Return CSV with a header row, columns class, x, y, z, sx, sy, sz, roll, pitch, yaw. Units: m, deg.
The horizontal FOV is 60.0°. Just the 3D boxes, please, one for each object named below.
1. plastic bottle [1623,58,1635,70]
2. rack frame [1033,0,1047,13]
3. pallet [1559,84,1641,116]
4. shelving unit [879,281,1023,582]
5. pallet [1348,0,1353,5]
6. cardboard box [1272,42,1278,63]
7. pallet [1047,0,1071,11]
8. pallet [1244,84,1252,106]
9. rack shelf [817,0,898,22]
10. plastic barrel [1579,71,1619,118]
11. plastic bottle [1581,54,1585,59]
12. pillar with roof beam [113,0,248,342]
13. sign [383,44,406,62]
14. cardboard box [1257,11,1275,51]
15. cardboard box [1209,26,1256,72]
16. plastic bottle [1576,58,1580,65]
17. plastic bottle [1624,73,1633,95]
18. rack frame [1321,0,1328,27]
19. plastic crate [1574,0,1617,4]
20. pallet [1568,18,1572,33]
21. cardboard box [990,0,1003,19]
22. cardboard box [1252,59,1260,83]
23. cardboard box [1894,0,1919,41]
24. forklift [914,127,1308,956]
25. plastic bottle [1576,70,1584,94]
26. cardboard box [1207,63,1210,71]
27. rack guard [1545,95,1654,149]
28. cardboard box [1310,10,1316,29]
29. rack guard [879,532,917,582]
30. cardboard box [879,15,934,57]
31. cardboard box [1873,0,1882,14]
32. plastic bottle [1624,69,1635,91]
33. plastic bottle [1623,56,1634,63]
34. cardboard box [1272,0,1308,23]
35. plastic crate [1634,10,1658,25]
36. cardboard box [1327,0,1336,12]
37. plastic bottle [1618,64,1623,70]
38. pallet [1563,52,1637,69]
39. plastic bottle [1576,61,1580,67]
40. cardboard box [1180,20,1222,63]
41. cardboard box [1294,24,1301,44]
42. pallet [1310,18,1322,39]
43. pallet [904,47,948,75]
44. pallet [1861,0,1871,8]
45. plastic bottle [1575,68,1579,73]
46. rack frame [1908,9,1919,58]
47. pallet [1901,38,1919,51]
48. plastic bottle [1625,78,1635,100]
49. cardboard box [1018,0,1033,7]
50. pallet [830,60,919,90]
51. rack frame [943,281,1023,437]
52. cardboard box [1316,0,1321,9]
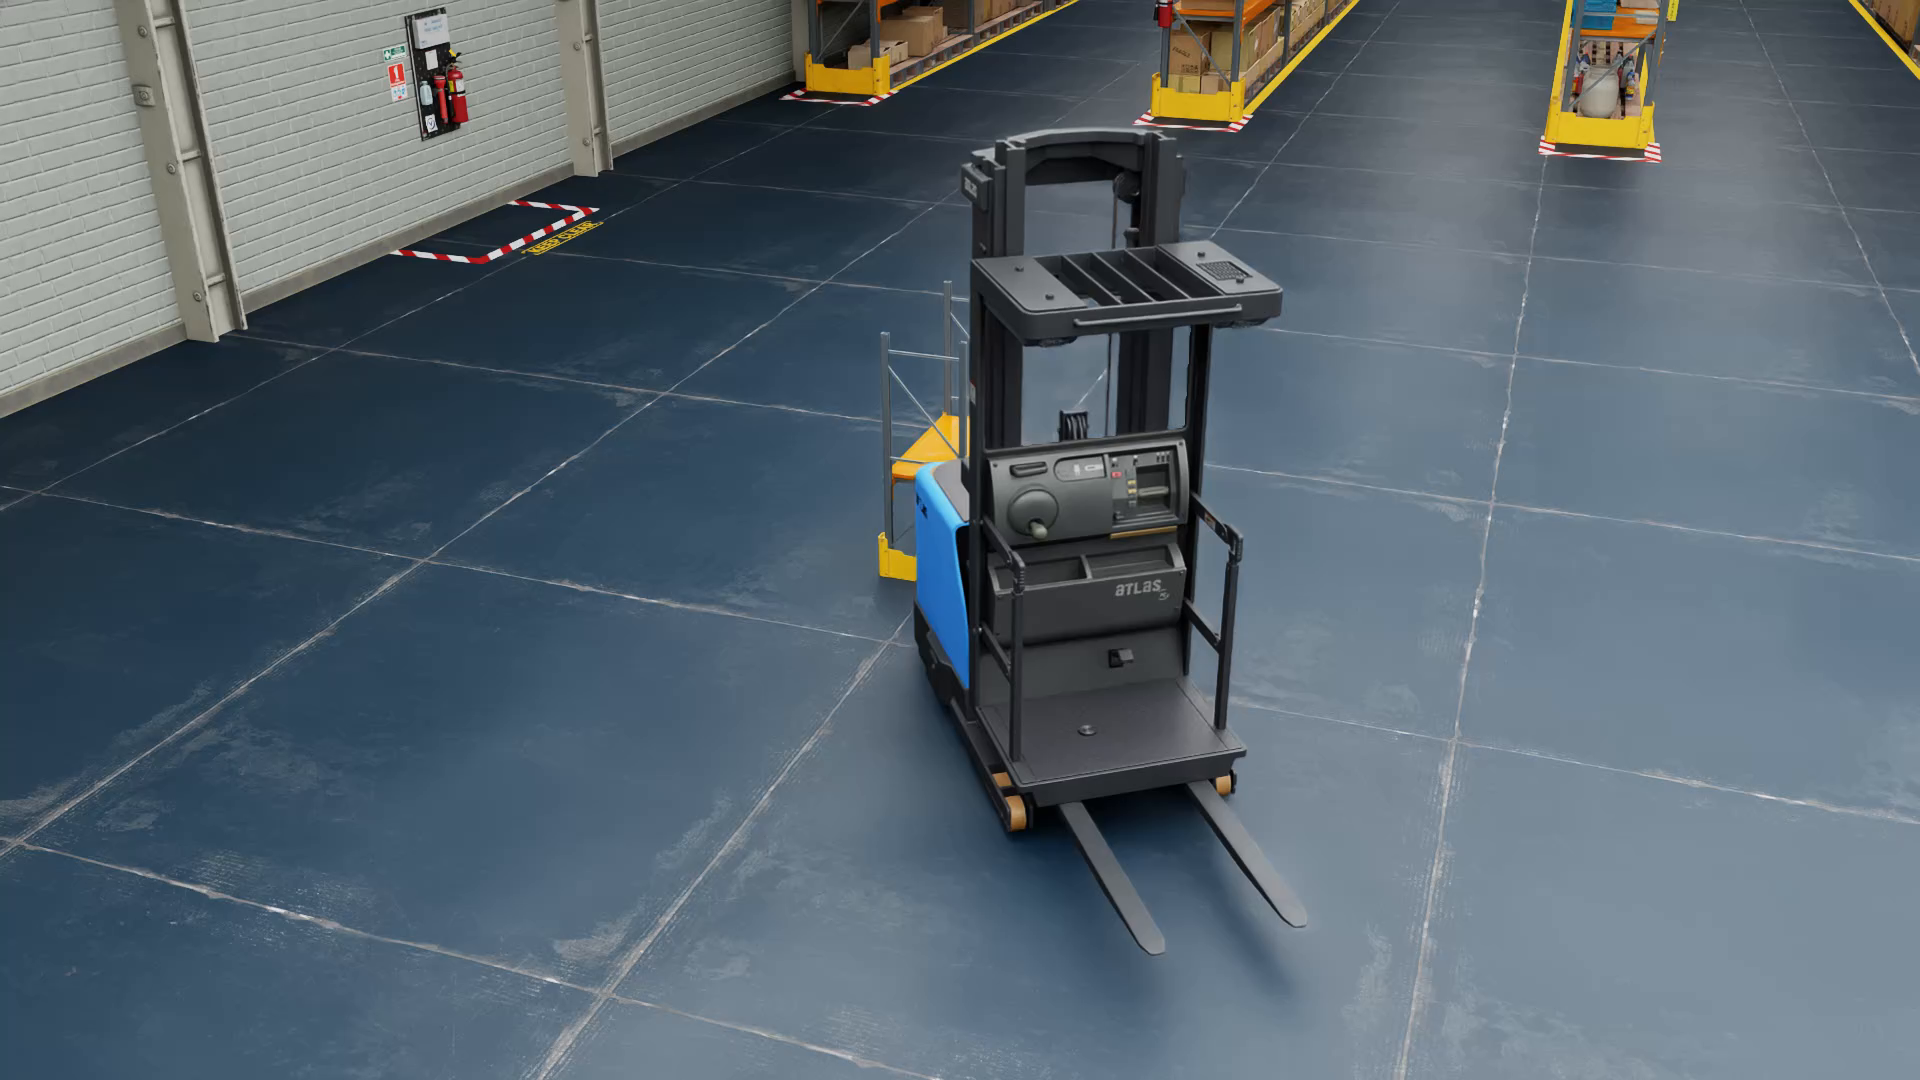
class,x,y,z,sx,sy,sz,roll,pitch,yaw
plastic bottle,8.969,-6.279,22.312,0.144,0.351,0.185,9,27,17
rack frame,1.072,-10.872,29.263,1.000,3.000,0.127,9,27,17
pallet,8.416,-5.764,21.912,1.003,0.211,1.213,9,27,17
shelving unit,-0.025,-0.644,9.858,0.587,1.500,1.083,9,27,17
pallet,6.840,-10.204,31.084,1.003,0.211,1.213,9,27,17
cardboard box,4.289,-7.037,24.015,0.500,0.250,0.500,9,27,17
pallet,1.405,-9.930,30.517,1.003,0.211,1.213,9,27,17
pallet,3.297,-5.933,22.262,1.003,0.211,1.213,9,27,17
rack shelf,-0.925,-8.083,24.327,1.077,0.370,4.000,9,27,17
plastic barrel,7.899,-5.499,20.538,0.421,0.512,0.421,0,26,0
plastic bottle,8.582,-6.548,22.944,0.061,0.283,0.133,9,27,17
pillar with roof beam,-2.107,-5.142,10.544,9.100,9.000,0.400,9,27,17
sign,-5.300,-4.565,15.587,0.001,0.109,0.331,9,27,17
cardboard box,4.125,-7.169,23.426,0.500,0.500,0.500,9,27,17
cardboard box,3.635,-6.551,22.150,0.500,0.500,0.500,9,27,17
plastic bottle,8.360,-6.448,22.661,0.144,0.351,0.185,8,27,15
plastic bottle,8.763,-5.959,21.741,0.097,0.271,0.097,0,26,0
rack frame,5.744,-10.155,27.783,1.000,3.000,0.127,9,27,17
plastic crate,7.858,-6.596,20.602,0.499,0.251,0.408,9,27,17
pallet,10.637,-8.511,27.585,1.003,0.211,1.213,9,27,17
cardboard box,0.302,-9.030,27.821,0.700,0.500,0.500,9,27,18
cardboard box,3.800,-6.419,22.738,0.500,0.250,0.500,9,27,17
cardboard box,15.334,-8.231,25.763,1.225,0.875,0.875,7,27,15
forklift,0.646,-0.189,7.277,1.130,2.935,3.031,-7,27,-14
plastic bottle,8.160,-6.026,21.866,0.061,0.283,0.133,9,27,17
cardboard box,3.137,-6.290,22.472,0.500,0.250,0.500,9,27,17
rack guard,7.733,-5.061,20.129,1.175,0.500,0.348,9,27,17
cardboard box,5.461,-8.437,26.906,0.500,0.250,0.500,9,27,19
rack guard,-0.191,0.123,9.708,0.587,0.250,0.087,9,27,17
cardboard box,-0.794,-7.457,24.574,0.700,0.500,0.500,7,27,14
cardboard box,16.222,-9.328,28.030,1.225,0.875,0.875,9,27,18
plastic bottle,8.864,-6.083,21.998,0.097,0.271,0.097,0,26,0
plastic bottle,9.140,-6.491,22.749,0.144,0.351,0.185,8,27,16
cardboard box,5.128,-8.267,25.912,0.500,0.311,0.500,8,27,16
plastic crate,8.353,-6.350,20.226,0.298,0.136,0.250,9,27,17
cardboard box,6.165,-9.374,28.532,0.500,0.500,0.500,10,28,20
plastic bottle,8.864,-6.253,22.336,0.061,0.283,0.133,9,27,17
pallet,9.308,-6.865,24.187,1.003,0.211,1.213,9,27,17
plastic bottle,8.347,-6.347,22.542,0.097,0.271,0.097,0,26,0
cardboard box,3.299,-6.833,22.734,0.500,0.500,0.500,9,27,17
cardboard box,4.952,-7.803,25.597,0.500,0.250,0.500,9,27,19
pallet,5.433,-8.568,27.703,1.003,0.211,1.213,9,27,17
pallet,-0.854,-7.189,24.856,1.003,0.211,1.213,9,27,17
pallet,17.147,-9.910,30.476,1.003,0.211,1.213,9,27,17
plastic bottle,8.105,-6.095,22.017,0.152,0.276,0.135,8,27,16
rack frame,15.085,-8.717,24.812,1.000,3.000,0.127,9,27,17
pallet,15.418,-7.775,26.067,1.003,0.211,1.213,9,27,17
plastic bottle,8.649,-5.818,21.450,0.097,0.271,0.097,0,26,0
cardboard box,0.881,-9.642,29.085,0.700,0.500,0.500,9,27,18
pallet,-1.262,-6.690,23.824,1.003,0.211,1.213,9,27,17
rack frame,0.141,-0.849,10.282,0.500,1.500,0.032,9,27,17
cardboard box,5.635,-8.894,27.207,0.500,0.311,0.500,8,27,17
